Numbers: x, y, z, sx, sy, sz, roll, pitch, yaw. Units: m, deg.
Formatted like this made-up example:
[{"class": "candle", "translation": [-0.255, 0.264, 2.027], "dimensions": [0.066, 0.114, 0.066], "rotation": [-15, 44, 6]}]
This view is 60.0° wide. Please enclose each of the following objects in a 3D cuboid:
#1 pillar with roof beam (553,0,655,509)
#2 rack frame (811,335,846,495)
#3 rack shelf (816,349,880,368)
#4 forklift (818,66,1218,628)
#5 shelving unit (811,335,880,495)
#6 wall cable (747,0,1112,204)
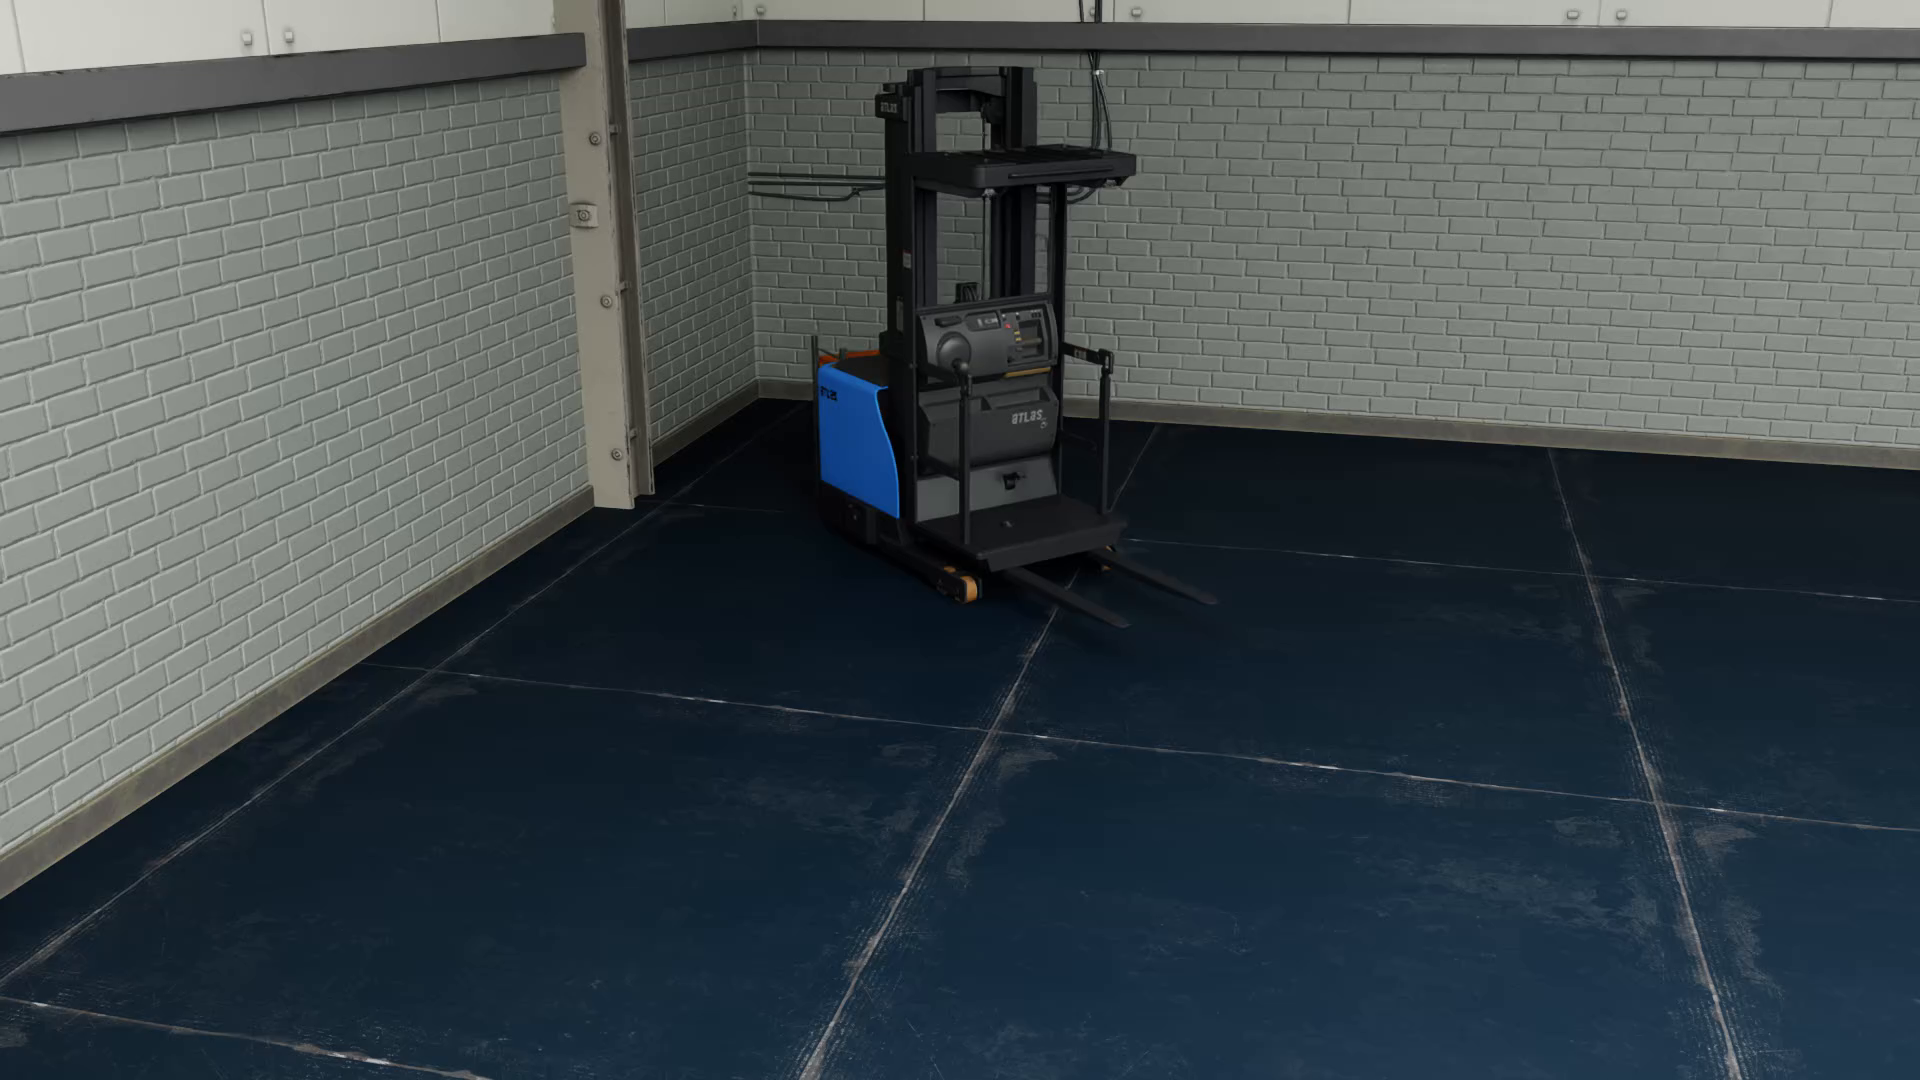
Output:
[{"class": "pillar with roof beam", "translation": [1.841, -4.201, 9.065], "dimensions": [9.100, 9.000, 0.400], "rotation": [5, 19, 13]}, {"class": "rack frame", "translation": [-0.876, -0.788, 11.253], "dimensions": [0.032, 1.125, 0.500], "rotation": [-10, 21, -27]}, {"class": "rack shelf", "translation": [-0.429, -1.143, 11.388], "dimensions": [1.000, 0.278, 0.538], "rotation": [-10, 21, -27]}, {"class": "forklift", "translation": [0.295, -1.190, 9.638], "dimensions": [1.130, 2.935, 3.031], "rotation": [-12, 22, -31]}, {"class": "shelving unit", "translation": [-0.429, -0.866, 11.482], "dimensions": [1.048, 1.125, 0.538], "rotation": [-10, 21, -27]}, {"class": "wall cable", "translation": [-0.332, -3.891, 12.960], "dimensions": [3.097, 2.526, 0.112], "rotation": [5, 19, 13]}]
